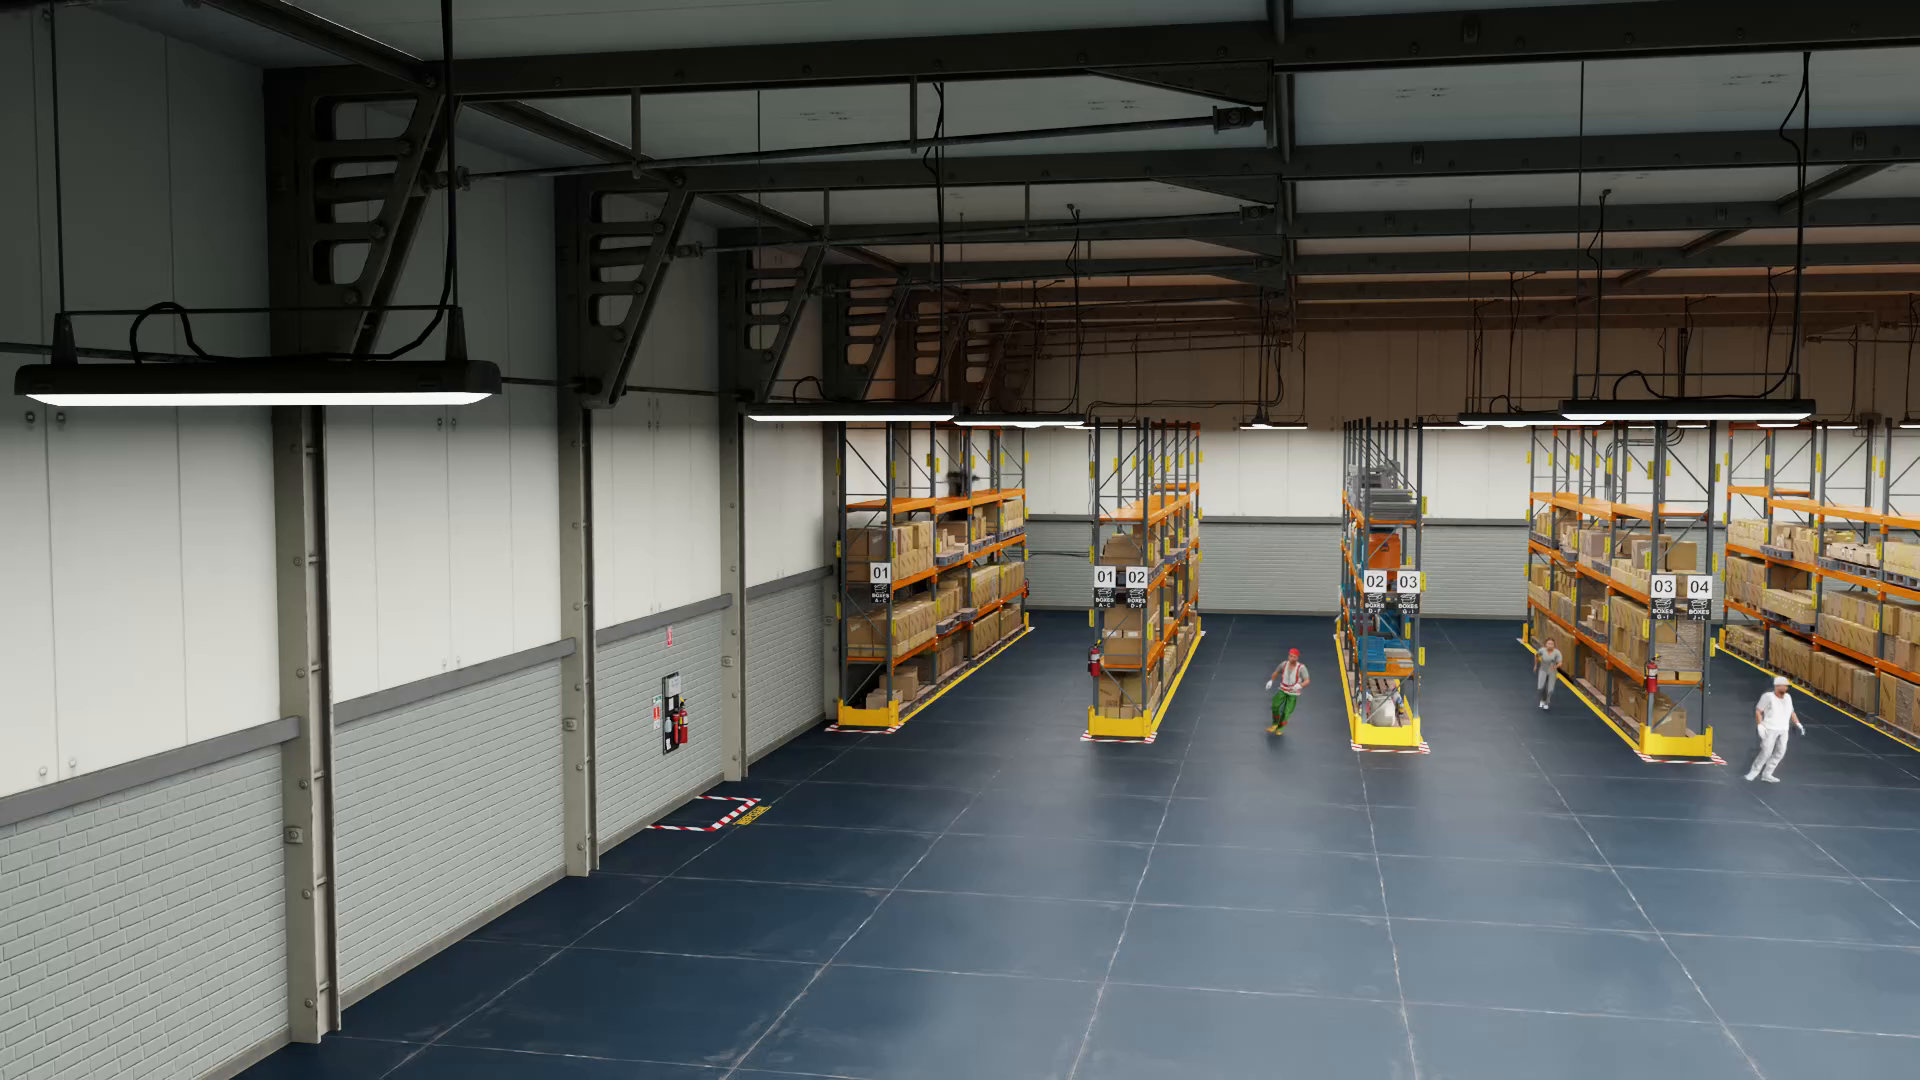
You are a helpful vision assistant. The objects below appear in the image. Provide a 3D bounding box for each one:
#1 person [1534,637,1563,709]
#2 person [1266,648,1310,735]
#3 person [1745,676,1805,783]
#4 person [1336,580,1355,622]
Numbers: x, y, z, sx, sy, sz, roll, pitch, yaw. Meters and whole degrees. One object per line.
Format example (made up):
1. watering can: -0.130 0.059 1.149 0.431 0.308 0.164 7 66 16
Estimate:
1. person: 12.079 2.744 34.160 0.556 1.537 0.839 1 4 19
2. person: 6.130 2.859 31.222 0.861 1.665 0.696 1 4 20
3. person: 13.255 3.092 27.050 0.784 1.745 0.596 -1 4 -18
4. person: 11.679 1.777 49.147 0.664 1.545 1.174 -3 5 -41
